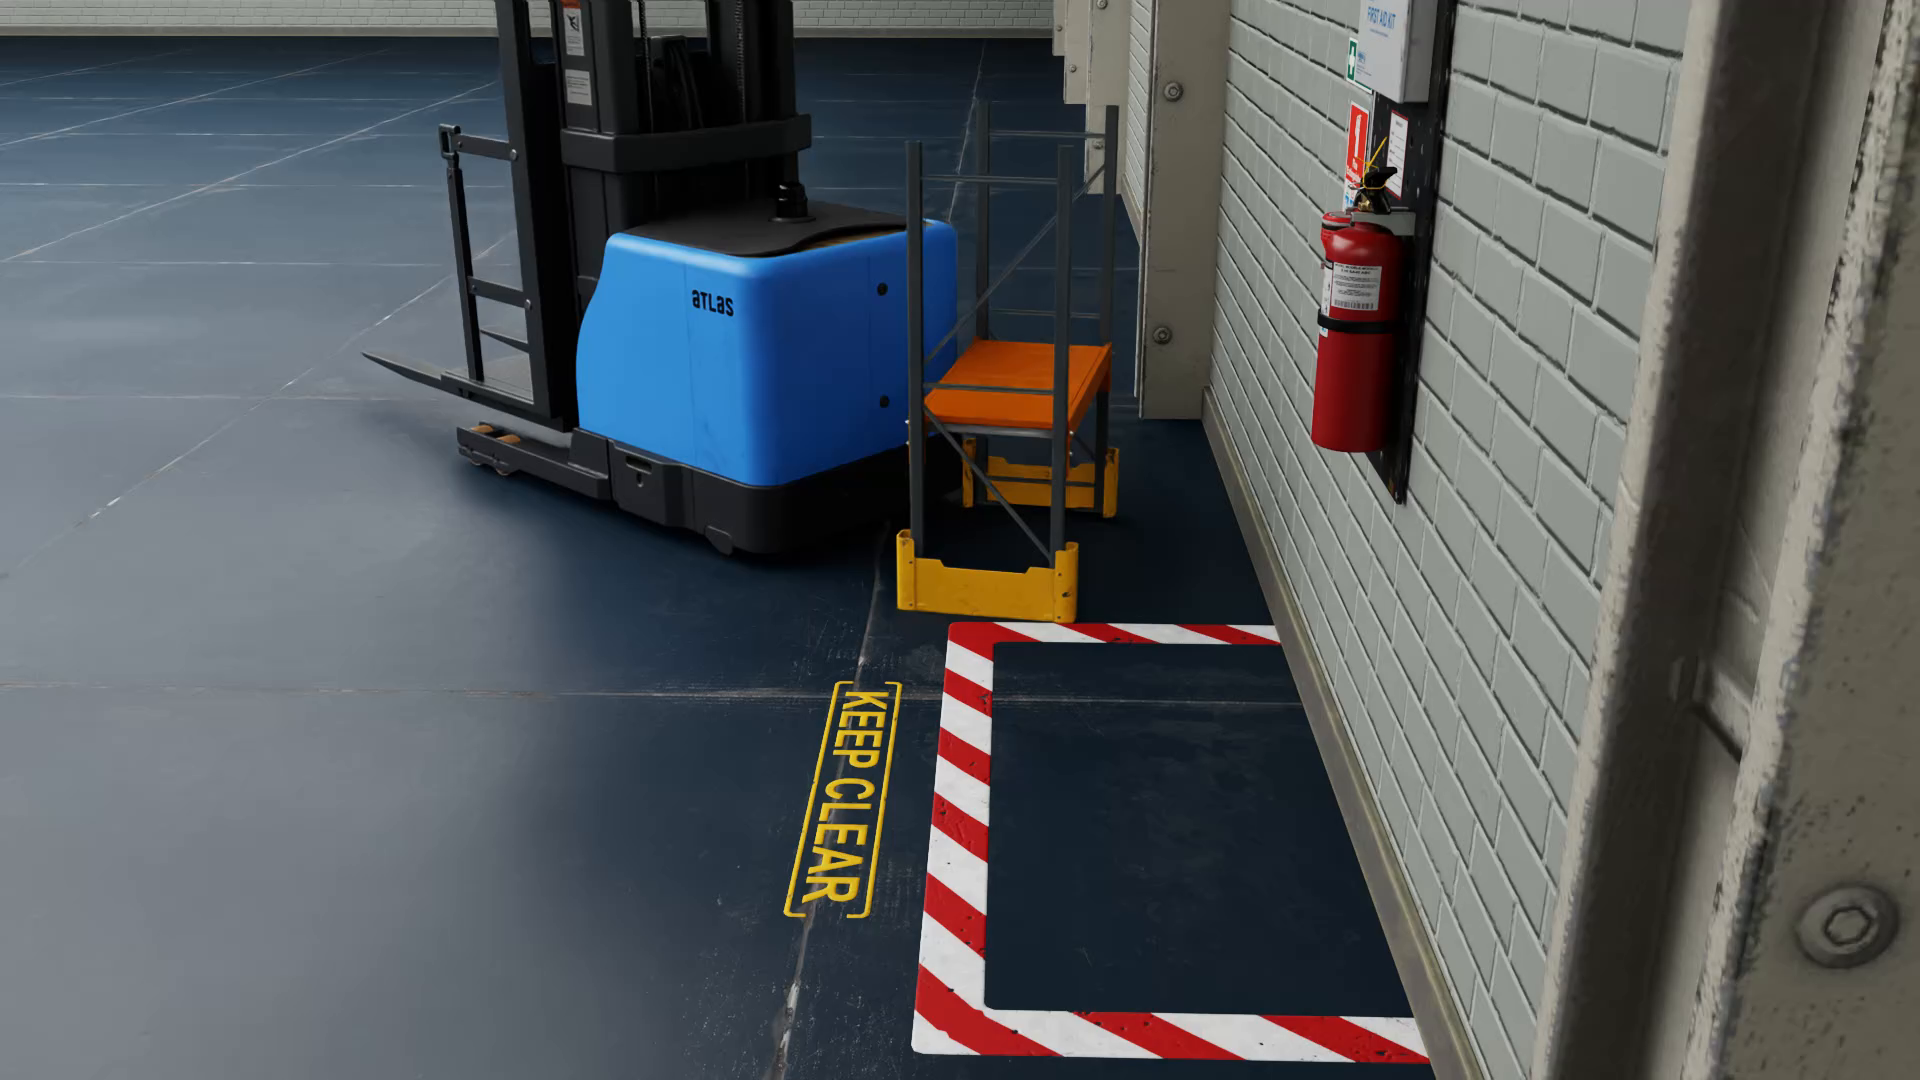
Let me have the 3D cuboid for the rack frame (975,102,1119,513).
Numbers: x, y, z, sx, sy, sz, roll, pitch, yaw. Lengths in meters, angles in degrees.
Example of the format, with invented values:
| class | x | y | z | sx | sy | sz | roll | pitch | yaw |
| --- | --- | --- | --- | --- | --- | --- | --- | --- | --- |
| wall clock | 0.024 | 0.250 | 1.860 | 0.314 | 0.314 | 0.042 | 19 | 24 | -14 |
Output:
| class | x | y | z | sx | sy | sz | roll | pitch | yaw |
| --- | --- | --- | --- | --- | --- | --- | --- | --- | --- |
| rack frame | 0.306 | -0.825 | 6.081 | 0.500 | 1.500 | 0.032 | 5 | 22 | 12 |

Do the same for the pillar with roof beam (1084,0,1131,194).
| class | x | y | z | sx | sy | sz | roll | pitch | yaw |
| --- | --- | --- | --- | --- | --- | --- | --- | --- | --- |
| pillar with roof beam | -3.155 | -7.025 | 11.694 | 9.100 | 9.000 | 0.400 | 1 | 21 | 2 |

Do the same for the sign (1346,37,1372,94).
| class | x | y | z | sx | sy | sz | roll | pitch | yaw |
| --- | --- | --- | --- | --- | --- | --- | --- | --- | --- |
| sign | 1.007 | -1.196 | 4.182 | 0.001 | 0.109 | 0.331 | 1 | 21 | 2 |

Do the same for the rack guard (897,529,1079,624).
| class | x | y | z | sx | sy | sz | roll | pitch | yaw |
| --- | --- | --- | --- | --- | --- | --- | --- | --- | --- |
| rack guard | 0.087 | 0.117 | 5.382 | 0.587 | 0.250 | 0.087 | 5 | 22 | 12 |

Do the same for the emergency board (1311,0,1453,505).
| class | x | y | z | sx | sy | sz | roll | pitch | yaw |
| --- | --- | --- | --- | --- | --- | --- | --- | --- | --- |
| emergency board | 0.896 | -0.735 | 3.776 | 0.194 | 1.169 | 0.643 | 1 | 21 | 2 |

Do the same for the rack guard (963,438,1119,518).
| class | x | y | z | sx | sy | sz | roll | pitch | yaw |
| --- | --- | --- | --- | --- | --- | --- | --- | --- | --- |
| rack guard | 0.302 | -0.235 | 6.289 | 0.587 | 0.250 | 0.087 | 5 | 22 | 12 |

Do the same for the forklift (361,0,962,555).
| class | x | y | z | sx | sy | sz | roll | pitch | yaw |
| --- | --- | --- | --- | --- | --- | --- | --- | --- | --- |
| forklift | -1.418 | -1.746 | 6.476 | 3.031 | 2.935 | 1.130 | 18 | 28 | 39 |

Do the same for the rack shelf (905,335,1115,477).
| class | x | y | z | sx | sy | sz | roll | pitch | yaw |
| --- | --- | --- | --- | --- | --- | --- | --- | --- | --- |
| rack shelf | 0.196 | -0.477 | 5.683 | 0.538 | 0.185 | 1.000 | 5 | 22 | 12 |

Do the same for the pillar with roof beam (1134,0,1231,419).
| class | x | y | z | sx | sy | sz | roll | pitch | yaw |
| --- | --- | --- | --- | --- | --- | --- | --- | --- | --- |
| pillar with roof beam | -3.338 | -4.855 | 6.102 | 9.100 | 9.000 | 0.400 | 1 | 21 | 2 |

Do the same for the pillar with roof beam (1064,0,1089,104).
| class | x | y | z | sx | sy | sz | roll | pitch | yaw |
| --- | --- | --- | --- | --- | --- | --- | --- | --- | --- |
| pillar with roof beam | -2.973 | -9.194 | 17.285 | 9.100 | 9.000 | 0.400 | 1 | 21 | 2 |

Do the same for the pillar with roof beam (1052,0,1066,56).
| class | x | y | z | sx | sy | sz | roll | pitch | yaw |
| --- | --- | --- | --- | --- | --- | --- | --- | --- | --- |
| pillar with roof beam | -2.790 | -11.364 | 22.876 | 9.100 | 9.000 | 0.400 | 1 | 21 | 2 |

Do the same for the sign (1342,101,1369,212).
| class | x | y | z | sx | sy | sz | roll | pitch | yaw |
| --- | --- | --- | --- | --- | --- | --- | --- | --- | --- |
| sign | 1.016 | -0.950 | 4.282 | 0.001 | 0.329 | 0.234 | 1 | 21 | 2 |

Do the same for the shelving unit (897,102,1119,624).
| class | x | y | z | sx | sy | sz | roll | pitch | yaw |
| --- | --- | --- | --- | --- | --- | --- | --- | --- | --- |
| shelving unit | 0.194 | -0.642 | 5.610 | 0.587 | 1.500 | 1.083 | 5 | 22 | 12 |

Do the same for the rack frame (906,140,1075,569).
| class | x | y | z | sx | sy | sz | roll | pitch | yaw |
| --- | --- | --- | --- | --- | --- | --- | --- | --- | --- |
| rack frame | 0.087 | -0.466 | 5.155 | 0.500 | 1.500 | 0.032 | 5 | 22 | 12 |
